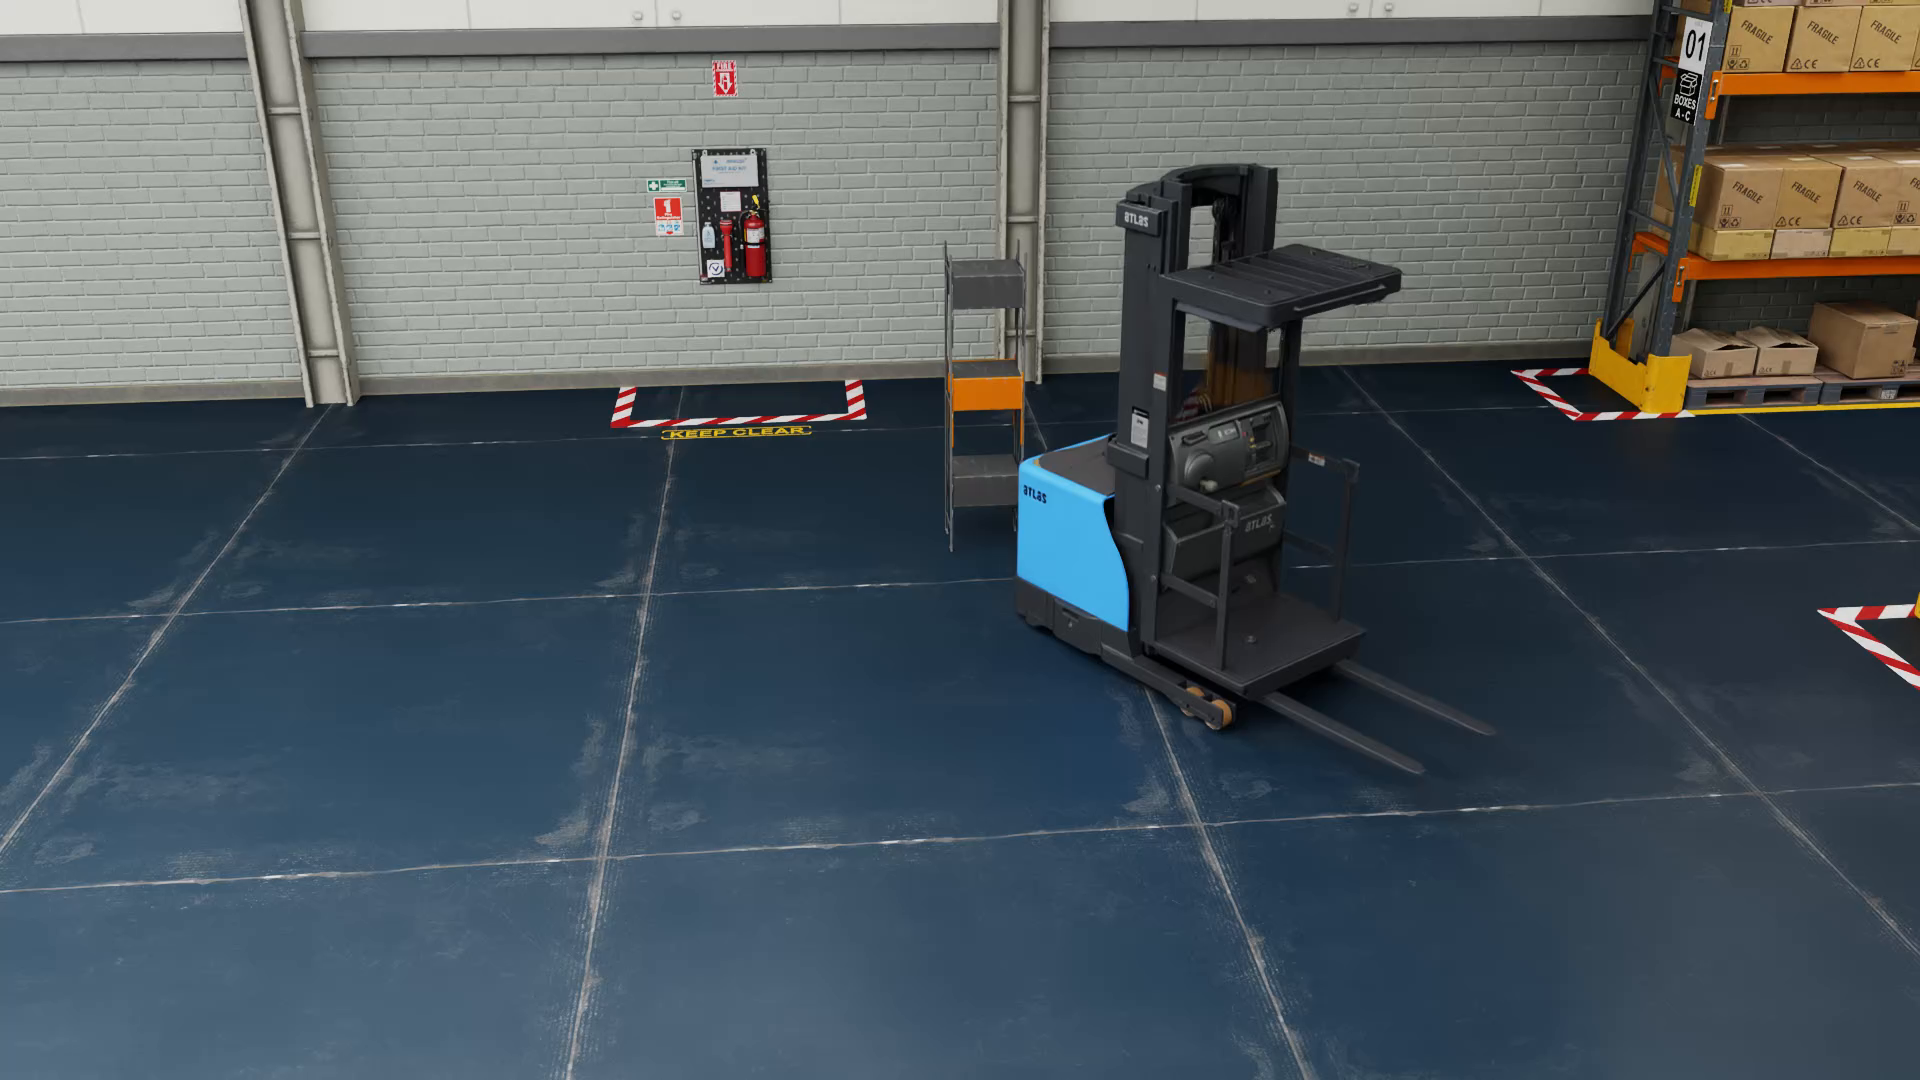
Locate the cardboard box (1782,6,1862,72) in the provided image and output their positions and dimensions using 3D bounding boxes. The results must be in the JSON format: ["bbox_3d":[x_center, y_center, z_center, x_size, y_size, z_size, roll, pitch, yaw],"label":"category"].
[{"bbox_3d":[6.779,-4.030,13.284,0.500,0.500,0.500,-1,24,-2],"label":"cardboard box"}]

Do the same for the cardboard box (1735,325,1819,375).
[{"bbox_3d":[7.148,-1.672,14.587,0.500,0.311,0.500,0,24,-1],"label":"cardboard box"}]

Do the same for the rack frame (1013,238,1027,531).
[{"bbox_3d":[0.408,-0.976,11.360,0.015,2.100,0.400,-2,24,-5],"label":"rack frame"}]

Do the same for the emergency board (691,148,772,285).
[{"bbox_3d":[-1.939,-2.740,14.222,0.643,1.169,0.194,-2,24,-5],"label":"emergency board"}]

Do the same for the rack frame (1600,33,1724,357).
[{"bbox_3d":[5.883,-2.686,14.099,0.127,3.000,1.000,-2,24,-5],"label":"rack frame"}]

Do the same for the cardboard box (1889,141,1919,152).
[{"bbox_3d":[8.364,-3.157,14.397,0.500,0.500,0.500,-2,24,-4],"label":"cardboard box"}]

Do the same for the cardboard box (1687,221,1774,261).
[{"bbox_3d":[6.400,-2.517,13.880,0.500,0.250,0.500,-3,24,-7],"label":"cardboard box"}]

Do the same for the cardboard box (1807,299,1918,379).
[{"bbox_3d":[7.883,-1.767,14.569,0.500,0.500,0.700,-4,24,-8],"label":"cardboard box"}]

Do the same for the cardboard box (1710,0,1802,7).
[{"bbox_3d":[6.290,-4.485,13.076,0.500,0.500,0.500,-4,24,-9],"label":"cardboard box"}]

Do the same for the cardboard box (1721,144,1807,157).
[{"bbox_3d":[6.833,-3.090,14.245,0.500,0.500,0.500,-2,24,-4],"label":"cardboard box"}]

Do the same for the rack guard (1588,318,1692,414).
[{"bbox_3d":[5.959,-1.546,14.613,0.348,0.500,1.175,-2,24,-5],"label":"rack guard"}]

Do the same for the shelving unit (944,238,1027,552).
[{"bbox_3d":[0.165,-0.966,11.338,0.503,2.100,0.431,-2,24,-5],"label":"shelving unit"}]

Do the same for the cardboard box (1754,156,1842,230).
[{"bbox_3d":[6.881,-2.882,13.778,0.500,0.500,0.500,-2,24,-5],"label":"cardboard box"}]

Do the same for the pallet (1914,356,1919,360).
[{"bbox_3d":[9.199,-1.530,14.932,1.213,0.211,1.003,-2,24,-5],"label":"pallet"}]

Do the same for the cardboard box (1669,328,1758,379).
[{"bbox_3d":[6.581,-1.649,14.536,0.500,0.311,0.500,-5,24,-11],"label":"cardboard box"}]

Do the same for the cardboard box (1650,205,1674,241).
[{"bbox_3d":[6.329,-2.723,14.344,0.500,0.250,0.500,-2,24,-4],"label":"cardboard box"}]

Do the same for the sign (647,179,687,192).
[{"bbox_3d":[-2.494,-3.015,14.144,0.331,0.109,0.001,-2,24,-5],"label":"sign"}]

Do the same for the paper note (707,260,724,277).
[{"bbox_3d":[-2.122,-2.359,14.448,0.142,0.148,0.016,-2,24,-5],"label":"paper note"}]

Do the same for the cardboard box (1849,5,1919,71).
[{"bbox_3d":[7.295,-4.053,13.334,0.500,0.500,0.500,-1,24,-3],"label":"cardboard box"}]

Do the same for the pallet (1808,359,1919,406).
[{"bbox_3d":[7.982,-1.480,14.820,1.213,0.211,1.003,-2,24,-5],"label":"pallet"}]

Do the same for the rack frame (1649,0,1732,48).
[{"bbox_3d":[5.883,-5.427,12.880,0.127,3.000,1.000,-2,24,-5],"label":"rack frame"}]

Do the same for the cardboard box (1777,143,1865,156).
[{"bbox_3d":[7.347,-3.112,14.295,0.500,0.500,0.500,-3,24,-7],"label":"cardboard box"}]

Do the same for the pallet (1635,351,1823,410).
[{"bbox_3d":[6.771,-1.432,14.713,1.213,0.211,1.003,-2,24,-5],"label":"pallet"}]

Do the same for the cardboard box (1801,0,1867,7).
[{"bbox_3d":[6.795,-4.485,13.075,0.500,0.500,0.500,-3,24,-6],"label":"cardboard box"}]

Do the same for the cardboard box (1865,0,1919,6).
[{"bbox_3d":[7.304,-4.510,13.131,0.500,0.500,0.500,-2,24,-4],"label":"cardboard box"}]

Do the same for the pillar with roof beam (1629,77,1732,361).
[{"bbox_3d":[6.918,-4.064,9.815,0.400,9.000,9.100,-2,24,-5],"label":"pillar with roof beam"}]

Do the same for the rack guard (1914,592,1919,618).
[{"bbox_3d":[6.350,0.460,10.100,0.348,0.500,1.175,-2,24,-5],"label":"rack guard"}]

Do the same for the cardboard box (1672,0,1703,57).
[{"bbox_3d":[6.274,-4.230,13.733,0.500,0.500,0.500,-1,24,-1],"label":"cardboard box"}]

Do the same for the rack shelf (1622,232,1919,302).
[{"bbox_3d":[7.874,-2.437,14.425,4.000,0.370,1.077,-2,24,-5],"label":"rack shelf"}]

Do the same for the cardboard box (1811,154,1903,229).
[{"bbox_3d":[7.395,-2.900,13.819,0.500,0.500,0.500,-3,24,-7],"label":"cardboard box"}]

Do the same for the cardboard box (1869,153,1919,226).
[{"bbox_3d":[7.908,-2.926,13.876,0.500,0.500,0.500,-2,24,-3],"label":"cardboard box"}]

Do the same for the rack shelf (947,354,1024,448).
[{"bbox_3d":[0.165,-0.954,11.344,0.480,0.518,0.431,-2,24,-5],"label":"rack shelf"}]

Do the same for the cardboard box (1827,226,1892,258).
[{"bbox_3d":[7.423,-2.562,13.980,0.500,0.250,0.500,-3,24,-6],"label":"cardboard box"}]

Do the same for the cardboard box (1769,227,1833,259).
[{"bbox_3d":[6.915,-2.544,13.940,0.500,0.250,0.500,-3,24,-7],"label":"cardboard box"}]

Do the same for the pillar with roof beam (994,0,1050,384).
[{"bbox_3d":[0.947,-3.825,9.276,0.400,9.000,9.100,-2,24,-5],"label":"pillar with roof beam"}]

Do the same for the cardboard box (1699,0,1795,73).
[{"bbox_3d":[6.241,-4.023,13.268,0.500,0.500,0.500,-2,24,-4],"label":"cardboard box"}]

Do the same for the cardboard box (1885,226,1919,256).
[{"bbox_3d":[7.926,-2.581,14.024,0.500,0.250,0.500,-2,24,-5],"label":"cardboard box"}]

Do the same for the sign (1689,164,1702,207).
[{"bbox_3d":[5.937,-2.862,13.430,0.005,0.325,0.100,-2,24,-5],"label":"sign"}]

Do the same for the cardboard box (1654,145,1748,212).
[{"bbox_3d":[6.331,-3.074,14.209,0.500,0.500,0.500,-3,24,-6],"label":"cardboard box"}]

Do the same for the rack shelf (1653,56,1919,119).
[{"bbox_3d":[7.874,-3.807,13.815,4.000,0.370,1.077,-2,24,-5],"label":"rack shelf"}]

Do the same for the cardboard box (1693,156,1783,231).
[{"bbox_3d":[6.388,-2.866,13.743,0.500,0.500,0.500,-2,24,-5],"label":"cardboard box"}]

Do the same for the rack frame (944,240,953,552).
[{"bbox_3d":[-0.078,-0.956,11.316,0.015,2.100,0.400,-2,24,-5],"label":"rack frame"}]

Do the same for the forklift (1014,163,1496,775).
[{"bbox_3d":[1.660,-0.502,9.271,1.130,2.935,3.031,-18,30,-35],"label":"forklift"}]

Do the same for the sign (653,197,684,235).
[{"bbox_3d":[-2.500,-2.776,14.259,0.234,0.329,0.001,-2,24,-5],"label":"sign"}]

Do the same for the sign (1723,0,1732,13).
[{"bbox_3d":[5.937,-4.236,12.819,0.005,0.325,0.100,-2,24,-5],"label":"sign"}]

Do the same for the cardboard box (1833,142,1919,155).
[{"bbox_3d":[7.849,-3.132,14.341,0.500,0.500,0.500,-2,24,-4],"label":"cardboard box"}]

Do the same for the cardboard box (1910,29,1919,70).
[{"bbox_3d":[7.826,-4.083,13.402,0.500,0.500,0.500,-1,24,-2],"label":"cardboard box"}]

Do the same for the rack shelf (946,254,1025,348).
[{"bbox_3d":[0.165,-1.593,11.060,0.480,0.518,0.431,-2,24,-5],"label":"rack shelf"}]

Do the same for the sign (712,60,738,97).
[{"bbox_3d":[-1.957,-3.840,13.841,0.199,0.298,0.001,-2,24,-5],"label":"sign"}]

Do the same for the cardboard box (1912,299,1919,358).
[{"bbox_3d":[8.835,-1.846,14.747,0.500,0.500,0.500,-4,24,-9],"label":"cardboard box"}]

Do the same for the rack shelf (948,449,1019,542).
[{"bbox_3d":[0.165,-0.314,11.628,0.480,0.518,0.431,-2,24,-5],"label":"rack shelf"}]

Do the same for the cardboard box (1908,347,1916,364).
[{"bbox_3d":[8.270,-1.688,14.822,0.250,0.149,0.380,-4,24,-9],"label":"cardboard box"}]

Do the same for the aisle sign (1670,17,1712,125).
[{"bbox_3d":[5.841,-3.749,13.292,0.004,0.787,0.394,-2,24,-5],"label":"aisle sign"}]

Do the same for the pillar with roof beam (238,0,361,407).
[{"bbox_3d":[-5.024,-3.585,8.737,0.400,9.000,9.100,-2,24,-5],"label":"pillar with roof beam"}]
